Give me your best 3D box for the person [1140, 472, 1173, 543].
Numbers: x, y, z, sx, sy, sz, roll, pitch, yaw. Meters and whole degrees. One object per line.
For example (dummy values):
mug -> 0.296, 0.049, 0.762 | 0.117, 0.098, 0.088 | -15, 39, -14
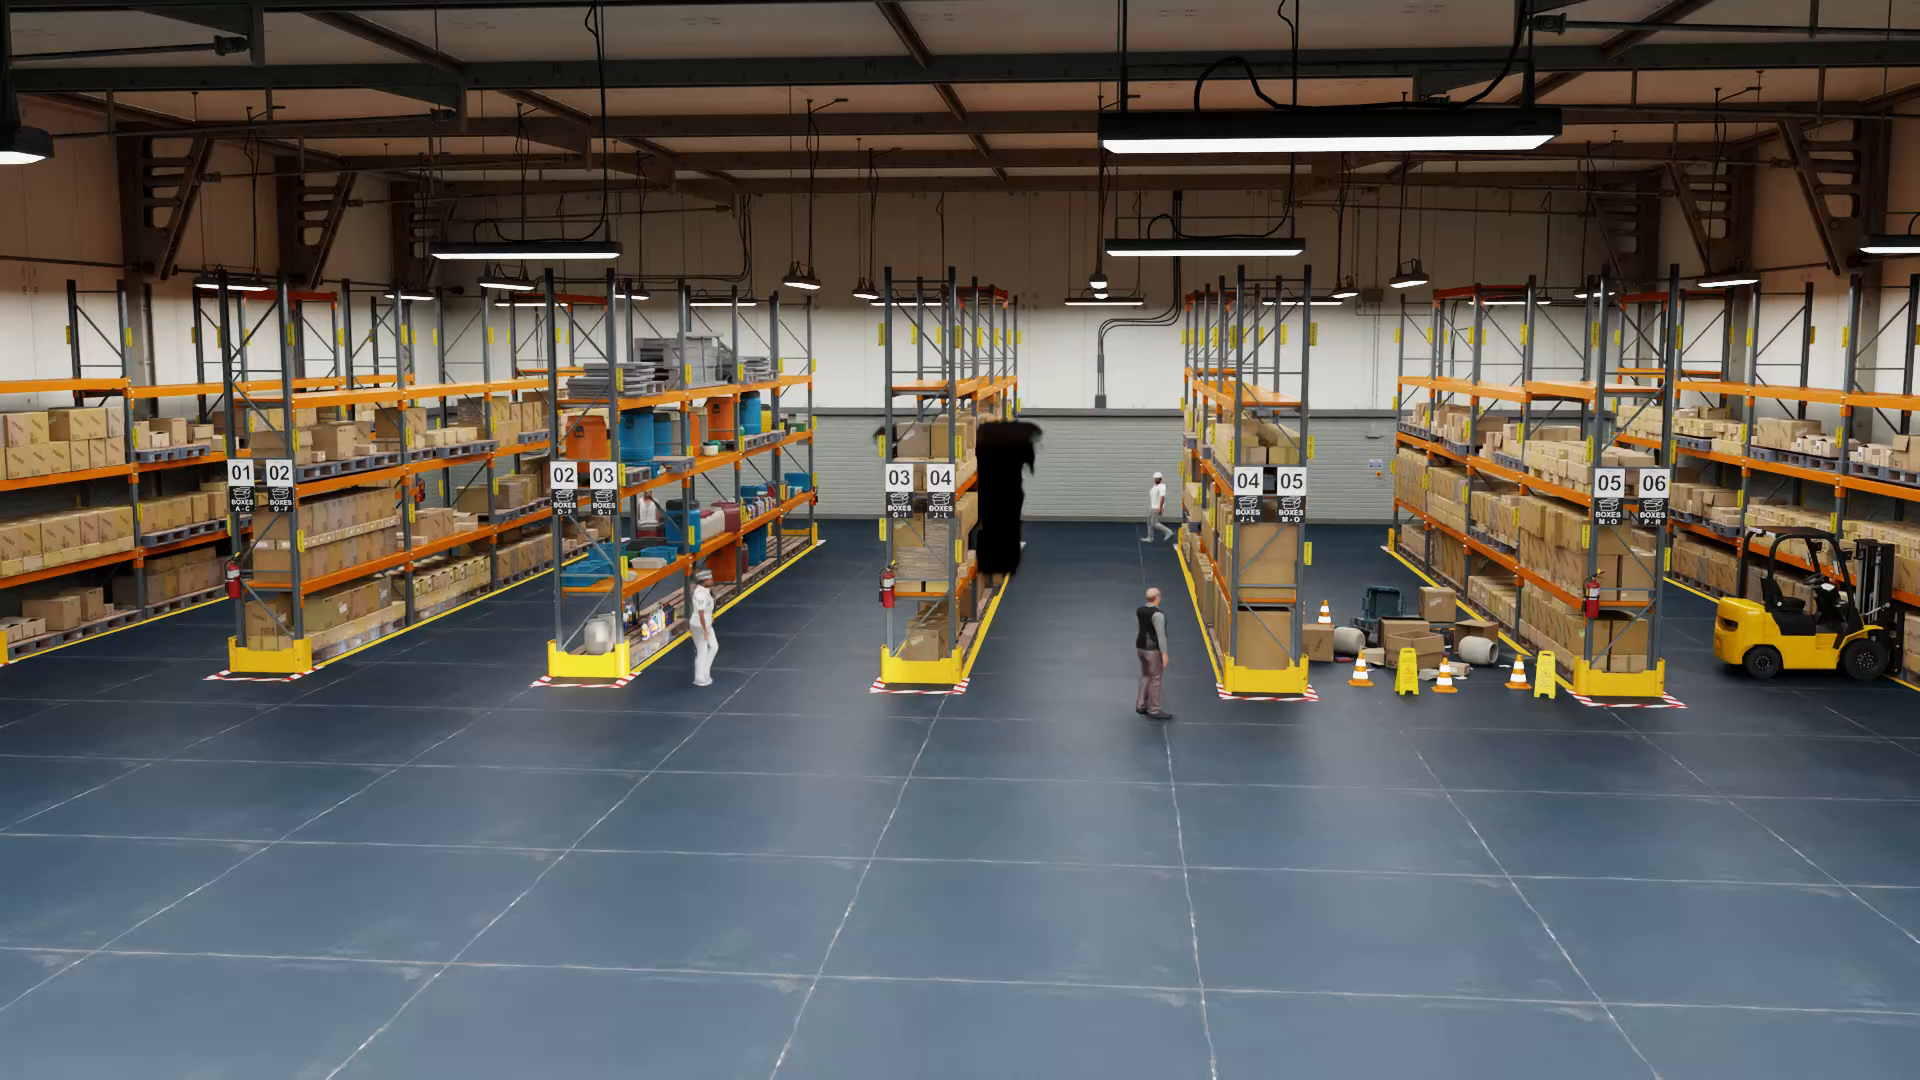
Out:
person -> 4.812, -0.790, 40.603 | 0.783, 1.747, 0.726 | 0, 7, 3

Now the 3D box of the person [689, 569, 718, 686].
person -> -3.739, 1.287, 24.111 | 0.369, 1.719, 0.569 | 1, 7, 6

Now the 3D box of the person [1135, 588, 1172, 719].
person -> 2.555, 1.526, 22.009 | 0.387, 1.809, 0.606 | -3, 8, -26

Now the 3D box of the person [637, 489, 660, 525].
person -> -6.907, -0.317, 36.556 | 0.494, 1.746, 0.964 | 1, 7, 10
